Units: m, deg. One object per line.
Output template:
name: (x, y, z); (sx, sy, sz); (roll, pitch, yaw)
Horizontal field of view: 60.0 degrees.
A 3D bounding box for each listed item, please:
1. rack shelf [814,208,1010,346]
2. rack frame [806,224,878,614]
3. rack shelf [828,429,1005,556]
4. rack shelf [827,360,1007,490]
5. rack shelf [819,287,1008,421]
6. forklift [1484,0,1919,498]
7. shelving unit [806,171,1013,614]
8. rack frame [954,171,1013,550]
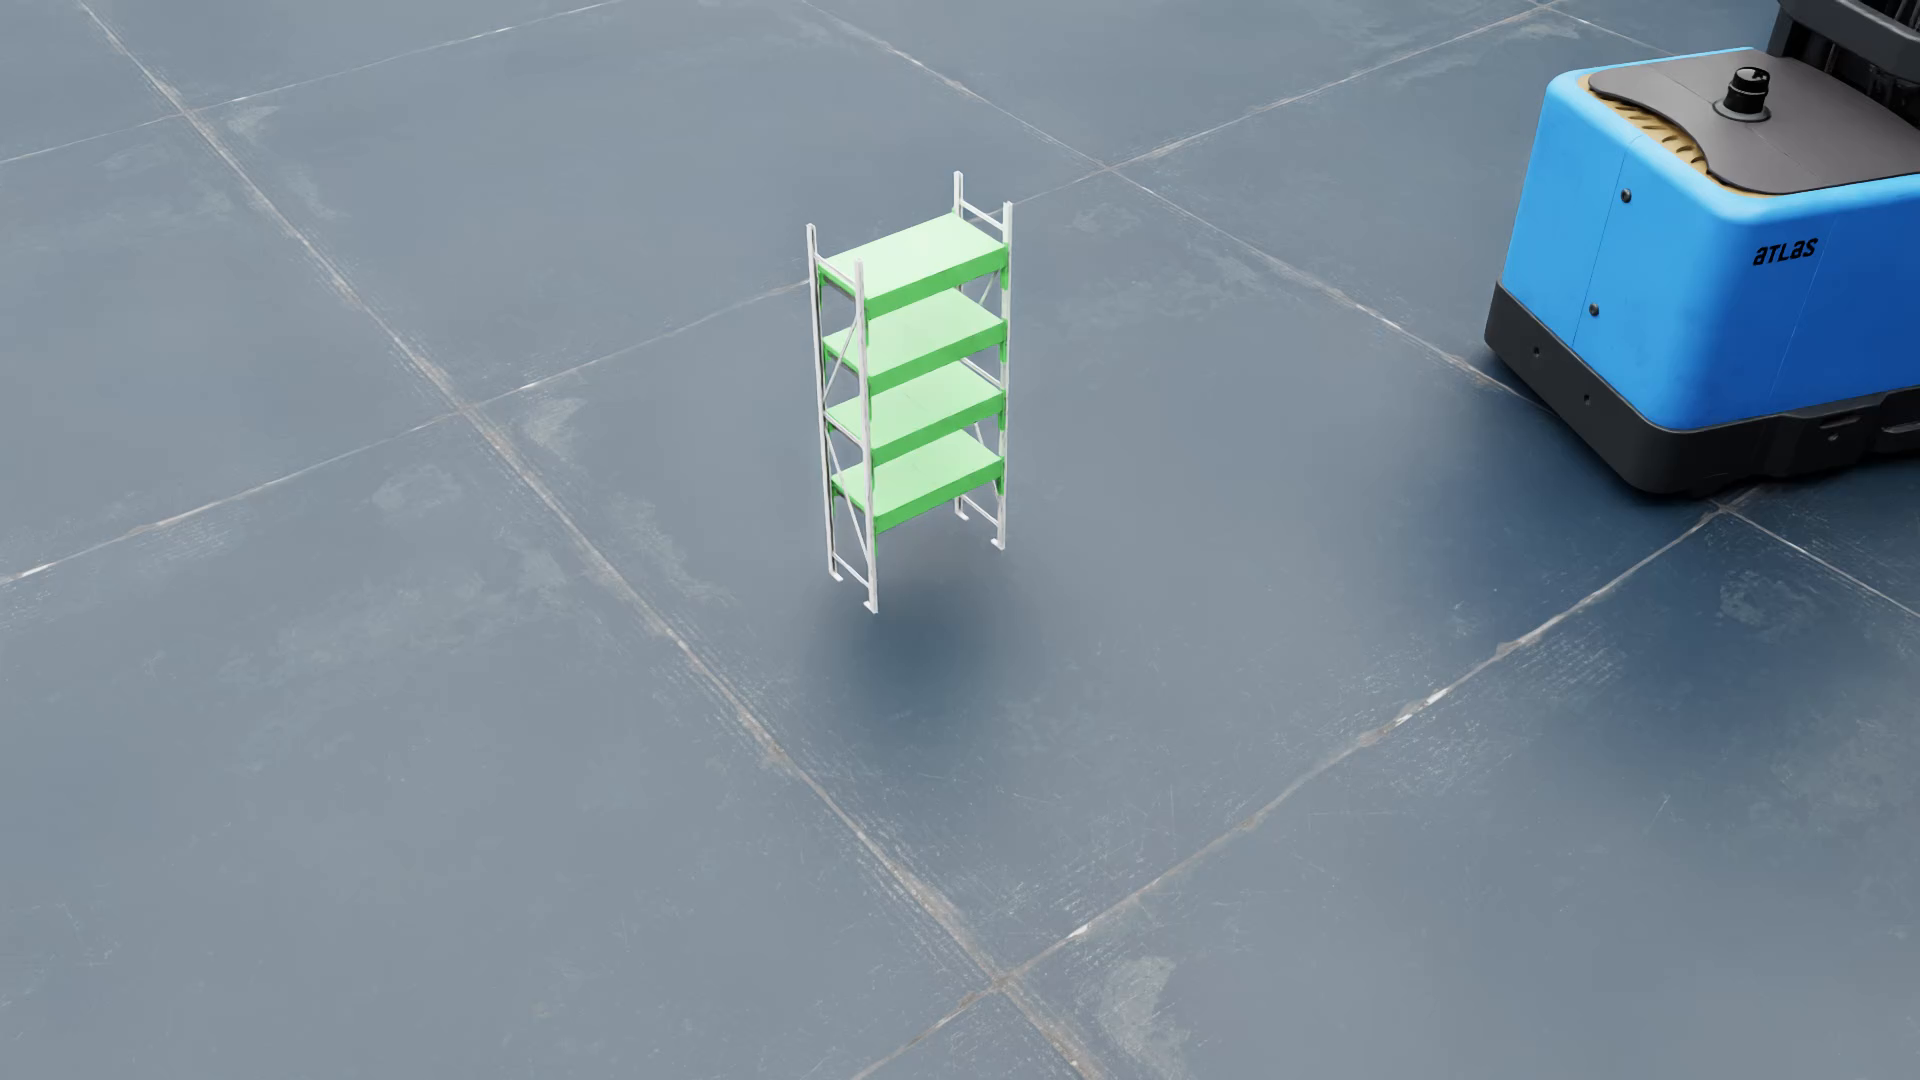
rack shelf: (-0.131, -0.722, 4.528); (0.480, 0.148, 0.258); (-26, 46, -28)
rack frame: (-0.325, -0.306, 4.677); (0.015, 1.200, 0.240); (-26, 46, -28)
rack shelf: (-0.131, -0.165, 4.984); (0.480, 0.148, 0.258); (-26, 46, -28)
rack shelf: (-0.131, -0.351, 4.832); (0.480, 0.148, 0.258); (-26, 46, -28)
rack shelf: (-0.131, -0.536, 4.680); (0.480, 0.148, 0.258); (-26, 46, -28)
forklift: (3.472, -1.806, 5.140); (3.031, 2.935, 1.130); (-11, 41, -13)
shelving unit: (-0.131, -0.400, 4.791); (0.503, 1.200, 0.258); (-26, 46, -28)
rack frame: (0.062, -0.494, 4.906); (0.015, 1.200, 0.240); (-26, 46, -28)
